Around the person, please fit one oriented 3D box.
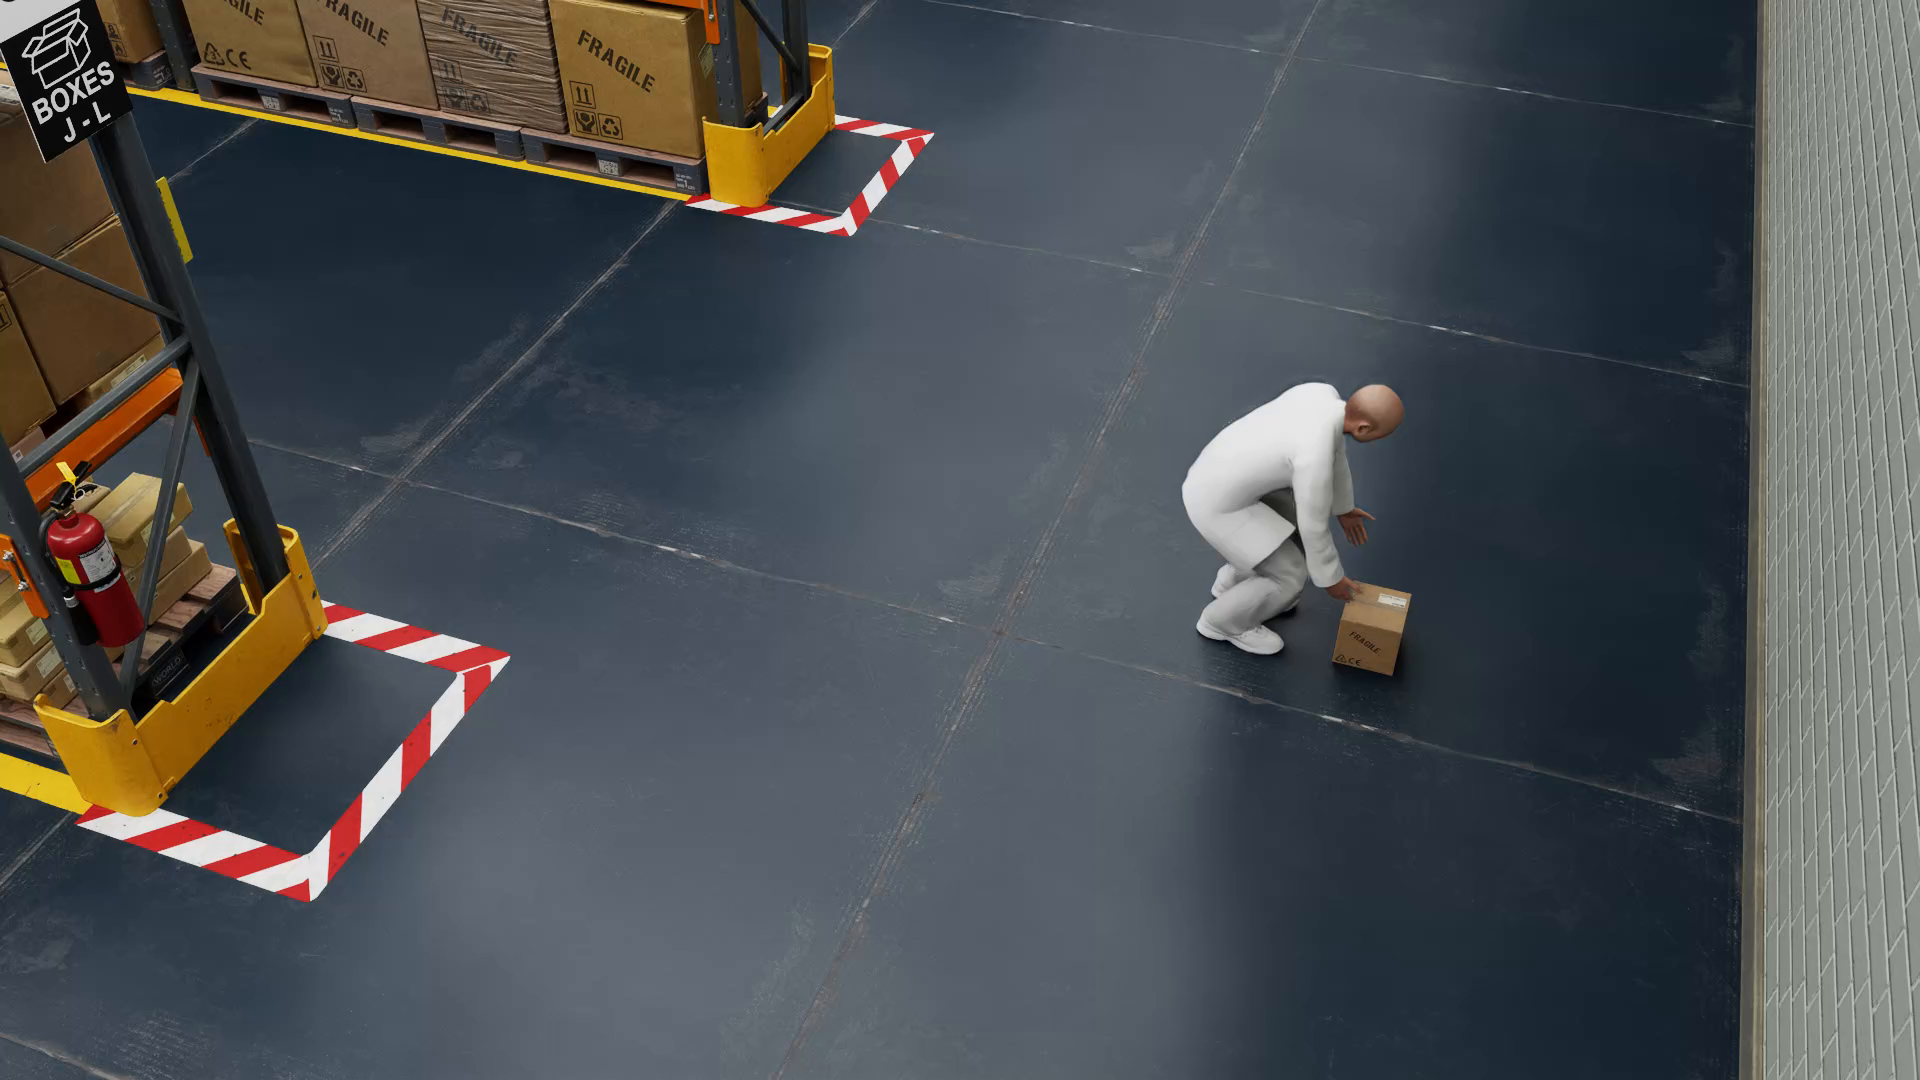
[{"bbox_3d":[1.300,-0.139,6.730,0.793,1.256,0.631,13,43,15],"label":"person"}]
